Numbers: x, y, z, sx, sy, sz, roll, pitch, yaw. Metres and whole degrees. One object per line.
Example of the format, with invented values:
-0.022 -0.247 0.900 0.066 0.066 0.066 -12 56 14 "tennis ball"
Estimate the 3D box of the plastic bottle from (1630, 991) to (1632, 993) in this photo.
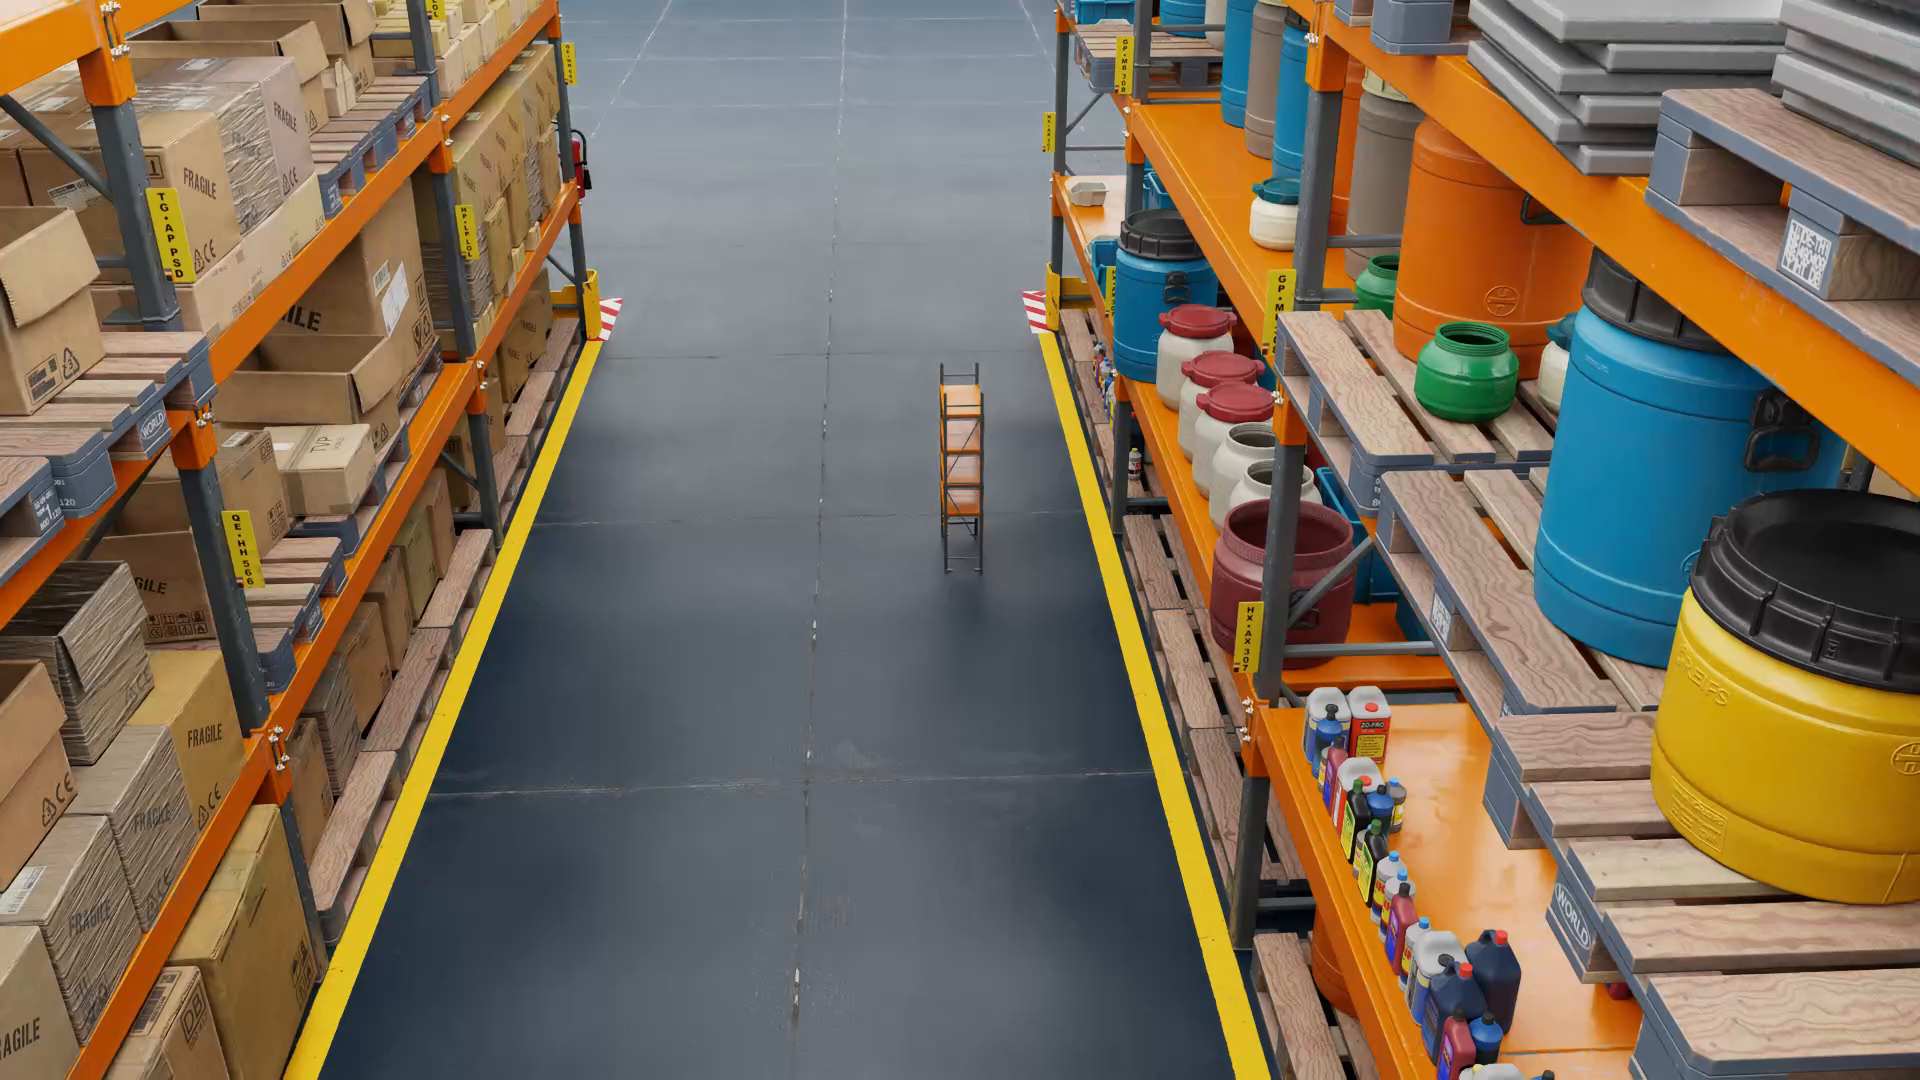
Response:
2.175 1.247 5.231 0.144 0.351 0.185 -1 28 -3 "plastic bottle"

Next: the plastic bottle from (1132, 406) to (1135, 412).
1.161 -0.801 11.492 0.144 0.351 0.185 -3 28 -5 "plastic bottle"

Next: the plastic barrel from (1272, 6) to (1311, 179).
1.804 -2.120 7.847 0.600 0.901 0.708 -1 28 -3 "plastic barrel"

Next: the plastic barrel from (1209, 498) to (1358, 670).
1.374 0.179 7.078 0.600 0.536 0.708 -1 28 -3 "plastic barrel"

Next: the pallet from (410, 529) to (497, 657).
-3.412 0.314 9.981 1.003 0.211 1.213 -1 28 -3 "pallet"

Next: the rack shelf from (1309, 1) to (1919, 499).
1.806 -0.794 3.814 1.077 0.370 4.000 -1 28 -3 "rack shelf"

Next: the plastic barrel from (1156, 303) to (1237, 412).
1.323 -1.014 9.366 0.433 0.535 0.433 0 28 0 "plastic barrel"

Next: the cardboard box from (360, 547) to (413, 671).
-3.408 0.395 9.039 0.700 0.500 0.500 -4 28 -7 "cardboard box"

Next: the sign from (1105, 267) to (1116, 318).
0.942 -1.516 10.175 0.100 0.325 0.005 -1 28 -3 "sign"

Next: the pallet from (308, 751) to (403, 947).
-3.284 1.441 7.821 1.003 0.211 1.213 -1 28 -3 "pallet"

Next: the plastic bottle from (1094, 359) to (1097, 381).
1.072 -1.310 12.630 0.097 0.201 0.097 0 28 0 "plastic bottle"

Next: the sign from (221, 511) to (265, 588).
-2.691 0.037 6.245 0.100 0.325 0.005 -1 28 -3 "sign"

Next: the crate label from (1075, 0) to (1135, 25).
1.051 -3.640 11.465 0.502 0.251 0.408 -1 28 -3 "crate label"

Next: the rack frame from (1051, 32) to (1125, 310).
1.284 -3.248 13.797 1.000 3.000 0.127 -1 28 -3 "rack frame"

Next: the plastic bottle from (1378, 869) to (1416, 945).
1.428 1.192 5.422 0.097 0.271 0.097 0 28 0 "plastic bottle"

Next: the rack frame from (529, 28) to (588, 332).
-3.663 -3.129 13.567 1.000 3.000 0.127 -1 28 -3 "rack frame"

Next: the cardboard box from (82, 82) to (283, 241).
-3.035 -1.488 6.529 0.500 0.500 0.500 -1 28 -2 "cardboard box"

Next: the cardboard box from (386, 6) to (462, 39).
-3.238 -3.127 10.051 0.380 0.149 0.250 -1 28 -2 "cardboard box"

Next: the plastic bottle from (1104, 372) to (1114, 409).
1.101 -1.091 12.134 0.097 0.271 0.097 0 28 0 "plastic bottle"

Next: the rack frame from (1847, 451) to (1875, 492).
6.439 -1.519 10.481 1.000 3.000 0.127 -1 28 -3 "rack frame"

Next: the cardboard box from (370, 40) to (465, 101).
-3.222 -2.759 9.777 0.500 0.250 0.500 -2 28 -5 "cardboard box"

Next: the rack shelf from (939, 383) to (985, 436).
0.009 -0.804 10.206 0.258 0.148 0.480 -1 28 -3 "rack shelf"

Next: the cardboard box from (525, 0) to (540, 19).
-3.355 -3.945 12.051 0.500 0.250 0.500 -1 28 -2 "cardboard box"

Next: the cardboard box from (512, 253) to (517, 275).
-3.255 -1.853 11.394 0.380 0.149 0.250 -1 28 -3 "cardboard box"

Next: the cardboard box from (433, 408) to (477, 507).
-3.435 -0.545 10.862 0.500 0.500 0.500 -2 28 -4 "cardboard box"

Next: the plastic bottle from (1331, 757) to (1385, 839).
1.425 0.922 5.934 0.152 0.276 0.135 -1 28 -3 "plastic bottle"

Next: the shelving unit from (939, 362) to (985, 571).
0.009 -0.456 10.388 0.258 1.200 0.503 -1 28 -3 "shelving unit"

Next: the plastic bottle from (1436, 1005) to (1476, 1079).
1.444 1.494 4.830 0.061 0.283 0.133 -1 28 -3 "plastic bottle"

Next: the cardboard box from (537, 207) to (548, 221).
-3.367 -2.545 12.720 0.380 0.149 0.250 -1 28 -3 "cardboard box"

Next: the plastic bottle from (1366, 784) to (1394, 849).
1.465 0.977 5.834 0.097 0.271 0.097 0 28 0 "plastic bottle"

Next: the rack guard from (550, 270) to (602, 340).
-3.659 -1.985 14.078 1.175 0.500 0.348 -1 28 -3 "rack guard"

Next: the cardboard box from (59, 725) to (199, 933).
-2.952 0.974 5.593 0.500 0.500 0.500 -2 28 -3 "cardboard box"

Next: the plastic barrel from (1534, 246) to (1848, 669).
1.668 -0.230 3.769 0.600 0.901 0.708 -1 28 -3 "plastic barrel"

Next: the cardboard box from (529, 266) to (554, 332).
-3.647 -1.918 13.495 0.500 0.500 0.500 4 28 7 "cardboard box"

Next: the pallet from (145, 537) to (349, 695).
-3.389 0.324 7.154 1.213 0.211 1.003 -1 28 -3 "pallet"

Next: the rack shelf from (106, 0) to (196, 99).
-3.349 -2.521 7.126 1.077 0.370 4.000 -1 28 -3 "rack shelf"

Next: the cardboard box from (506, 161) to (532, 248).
-3.518 -2.359 11.662 0.875 0.500 0.500 -1 28 -3 "cardboard box"

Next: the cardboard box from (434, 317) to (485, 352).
-3.165 -1.277 10.288 0.380 0.149 0.250 -1 28 -3 "cardboard box"

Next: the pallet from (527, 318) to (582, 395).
-3.652 -1.481 13.424 1.003 0.211 1.213 -1 28 -3 "pallet"

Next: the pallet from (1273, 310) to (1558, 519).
1.643 -0.444 5.381 1.003 0.211 1.213 -1 28 -3 "pallet"

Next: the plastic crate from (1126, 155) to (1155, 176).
1.608 -2.958 13.402 0.499 0.251 0.616 -1 28 -3 "plastic crate"

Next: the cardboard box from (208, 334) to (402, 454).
-3.271 -0.715 8.374 0.797 0.503 0.637 1 28 3 "cardboard box"

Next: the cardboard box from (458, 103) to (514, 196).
-3.277 -2.577 10.998 0.500 0.500 0.500 -1 28 -3 "cardboard box"

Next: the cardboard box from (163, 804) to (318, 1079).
-3.230 1.641 6.266 1.225 0.875 0.875 -3 28 -5 "cardboard box"

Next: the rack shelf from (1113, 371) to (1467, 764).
1.597 -0.158 8.650 1.077 0.370 4.000 -1 28 -3 "rack shelf"

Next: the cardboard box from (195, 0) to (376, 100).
-3.528 -2.624 8.790 0.797 0.503 0.637 -3 28 -5 "cardboard box"

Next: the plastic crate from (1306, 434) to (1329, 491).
1.922 -0.336 8.143 0.402 0.464 0.583 -1 28 -3 "plastic crate"
